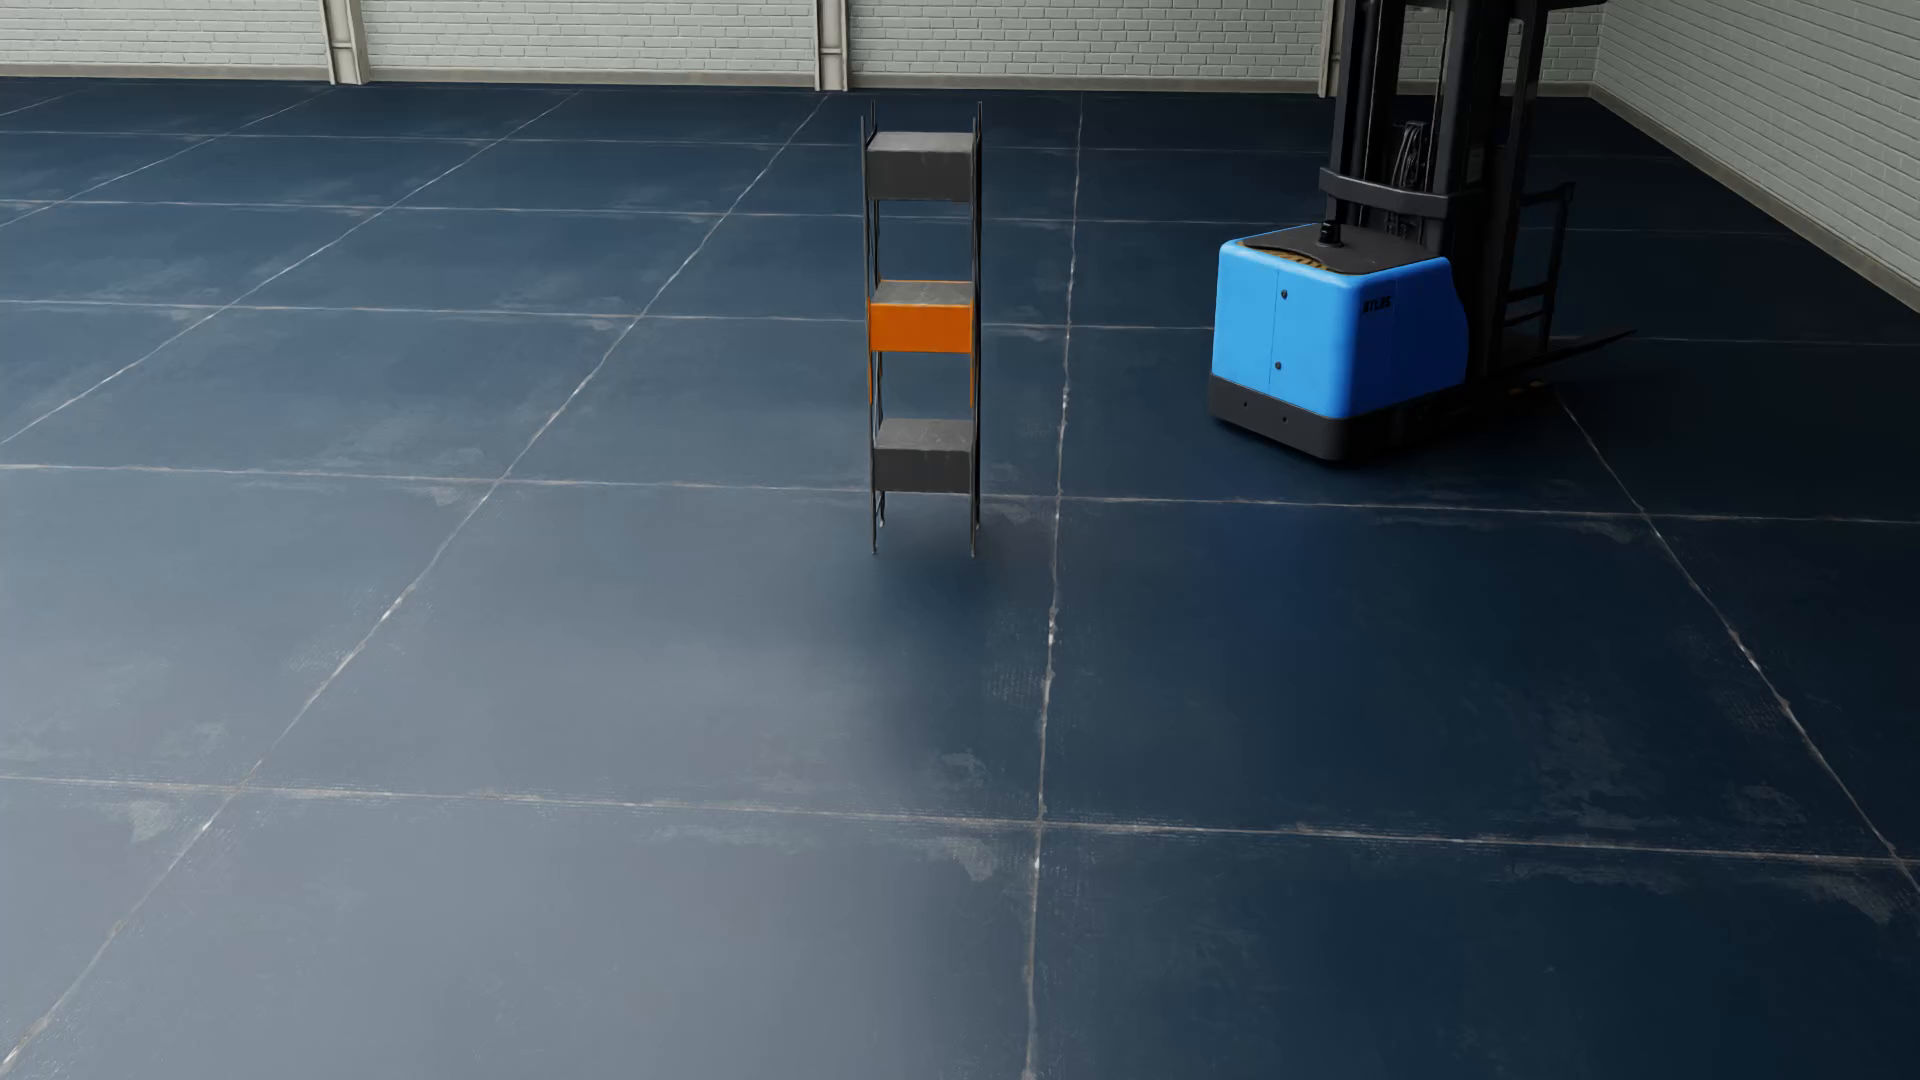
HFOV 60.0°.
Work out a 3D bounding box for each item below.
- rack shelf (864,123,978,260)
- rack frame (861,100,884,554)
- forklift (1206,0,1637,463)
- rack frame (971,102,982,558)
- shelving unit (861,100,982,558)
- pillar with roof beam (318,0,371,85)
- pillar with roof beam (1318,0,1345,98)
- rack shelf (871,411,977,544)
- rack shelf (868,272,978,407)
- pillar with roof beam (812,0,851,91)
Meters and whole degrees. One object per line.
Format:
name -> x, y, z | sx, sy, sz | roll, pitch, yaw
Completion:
rack shelf -> -0.165, -1.583, 7.536 | 0.480, 0.518, 0.431 | 2, 25, 4
rack frame -> -0.408, -0.967, 7.840 | 0.015, 2.100, 0.400 | 2, 25, 4
forklift -> 2.931, -2.227, 9.584 | 3.031, 2.935, 1.130 | -17, 30, -32
rack frame -> 0.078, -0.951, 7.806 | 0.015, 2.100, 0.400 | 2, 25, 4
shelving unit -> -0.165, -0.959, 7.823 | 0.503, 2.100, 0.431 | 2, 25, 4
pillar with roof beam -> -7.843, -7.942, 14.744 | 0.400, 9.000, 9.100 | 2, 25, 4
pillar with roof beam -> 4.122, -7.558, 13.909 | 0.400, 9.000, 9.100 | 2, 25, 4
rack shelf -> -0.165, -0.311, 8.121 | 0.480, 0.518, 0.431 | 2, 25, 4
rack shelf -> -0.165, -0.947, 7.828 | 0.480, 0.518, 0.431 | 2, 25, 4
pillar with roof beam -> -1.861, -7.750, 14.327 | 0.400, 9.000, 9.100 | 2, 25, 4
